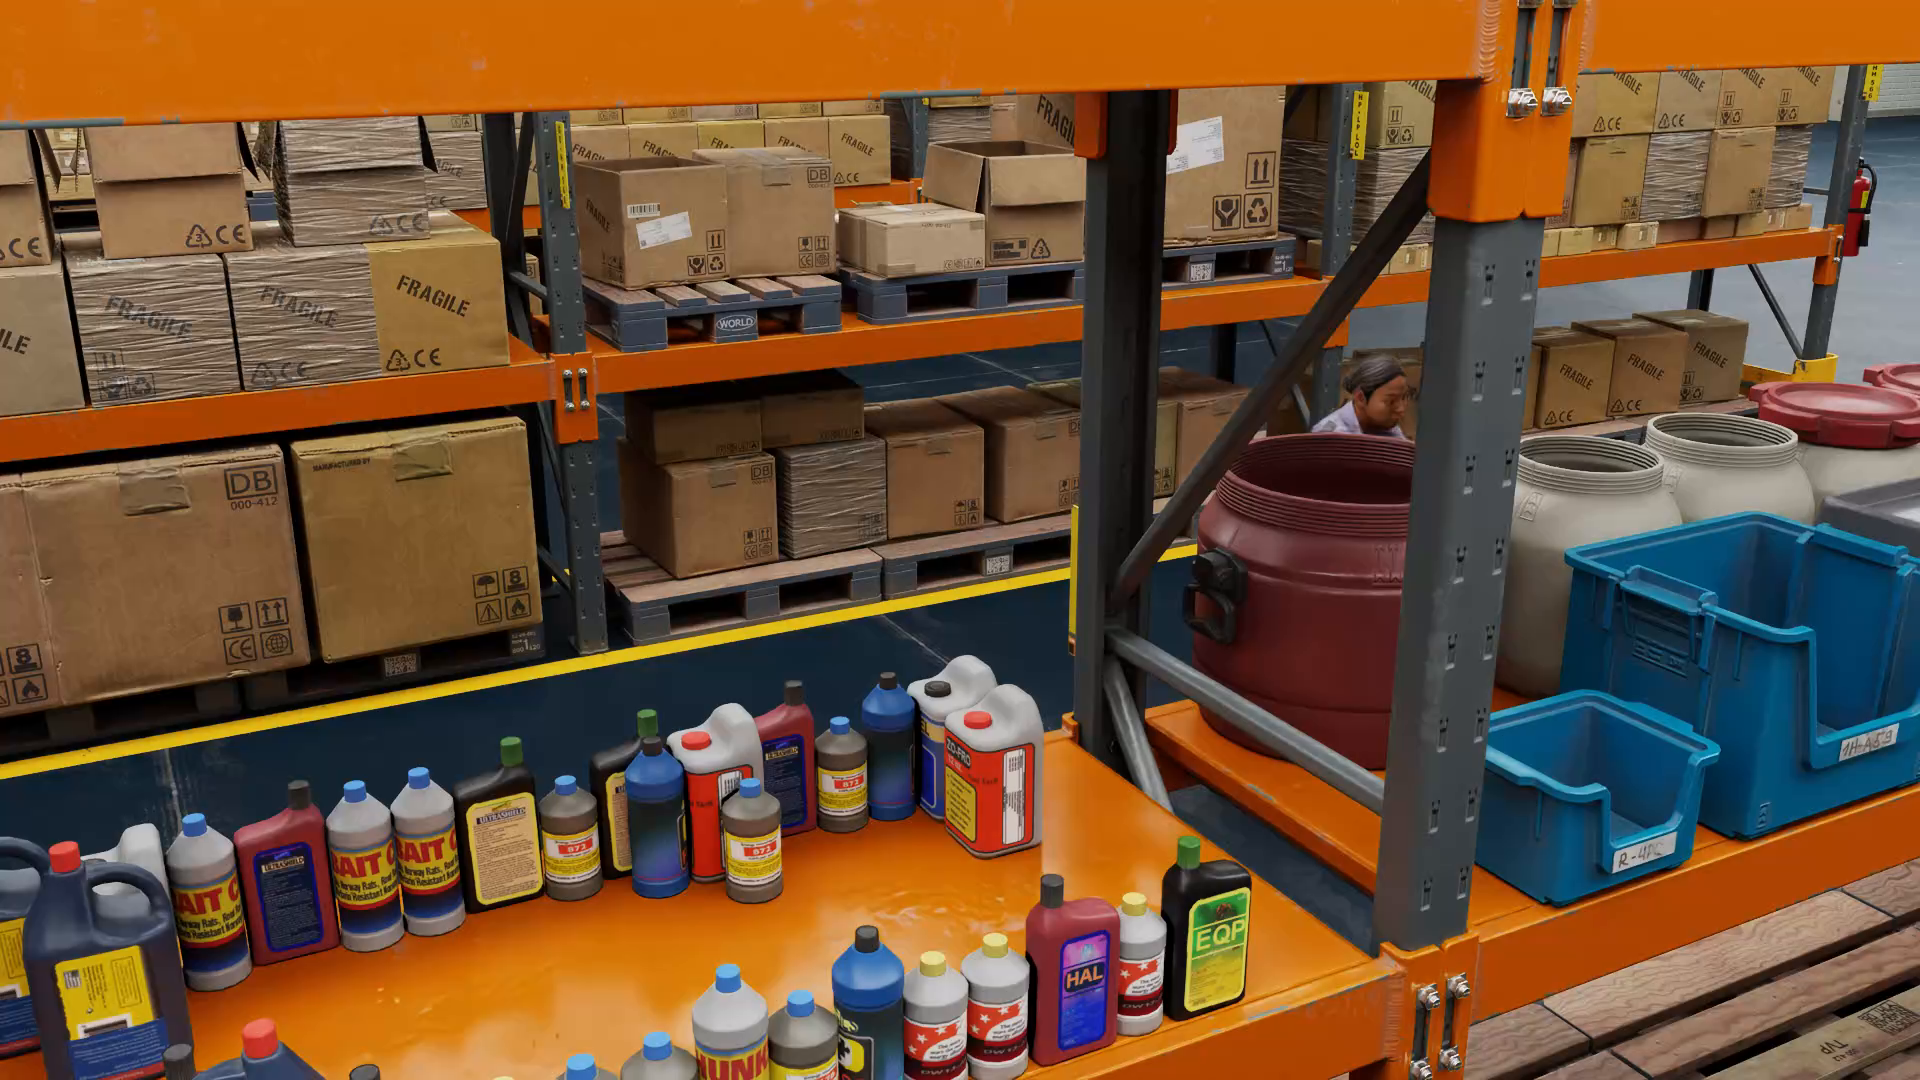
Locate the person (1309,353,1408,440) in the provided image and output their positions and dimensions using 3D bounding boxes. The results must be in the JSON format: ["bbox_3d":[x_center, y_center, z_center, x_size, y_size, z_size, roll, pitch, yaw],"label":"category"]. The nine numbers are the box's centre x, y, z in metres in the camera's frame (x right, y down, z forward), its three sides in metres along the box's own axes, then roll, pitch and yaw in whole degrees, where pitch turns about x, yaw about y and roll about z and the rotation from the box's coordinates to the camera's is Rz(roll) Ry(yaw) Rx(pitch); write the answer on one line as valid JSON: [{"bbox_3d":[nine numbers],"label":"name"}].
[{"bbox_3d":[1.323,0.120,5.806,0.436,1.608,0.567,-10,21,-28],"label":"person"}]
